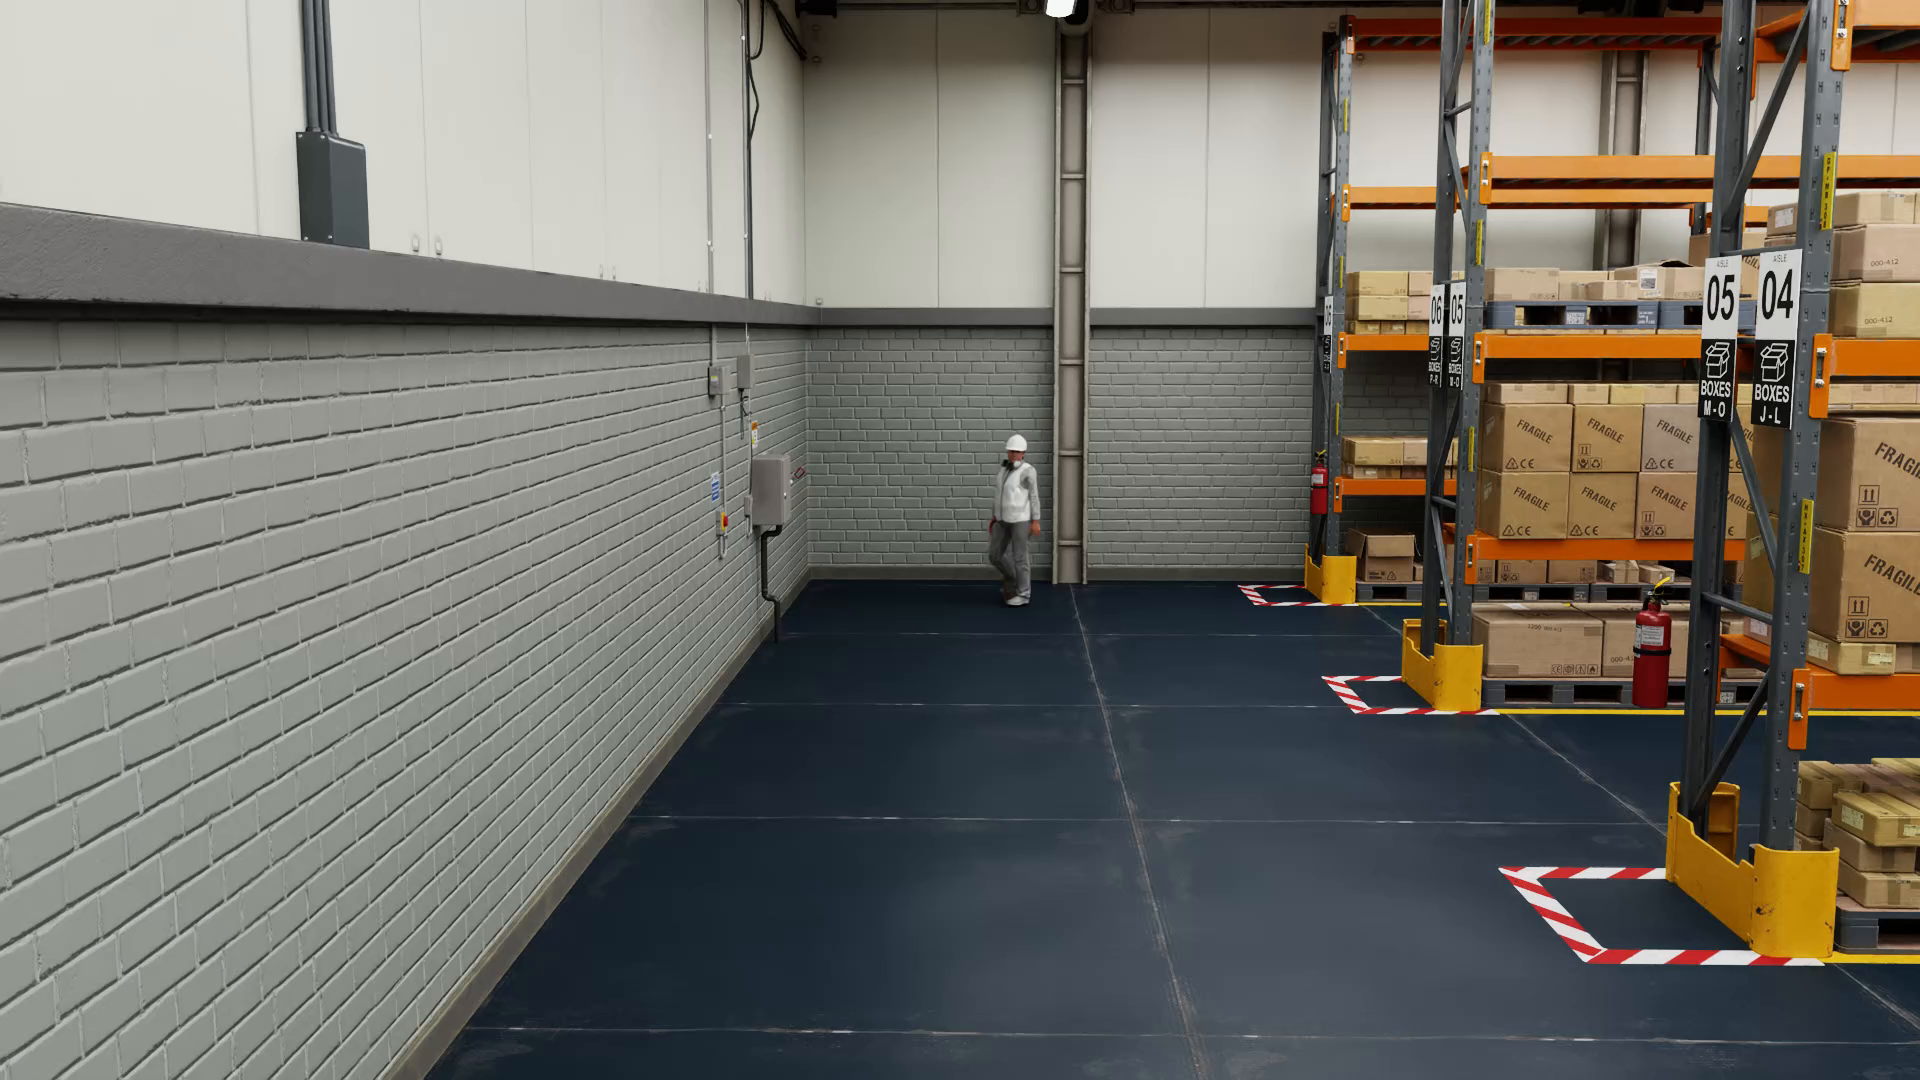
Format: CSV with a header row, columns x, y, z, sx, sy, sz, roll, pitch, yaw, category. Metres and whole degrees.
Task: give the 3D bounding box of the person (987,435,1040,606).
x,y,z,sx,sy,sz,roll,pitch,yaw,category
0.558,-0.215,17.228,0.473,1.764,0.692,-6,9,-40,person
